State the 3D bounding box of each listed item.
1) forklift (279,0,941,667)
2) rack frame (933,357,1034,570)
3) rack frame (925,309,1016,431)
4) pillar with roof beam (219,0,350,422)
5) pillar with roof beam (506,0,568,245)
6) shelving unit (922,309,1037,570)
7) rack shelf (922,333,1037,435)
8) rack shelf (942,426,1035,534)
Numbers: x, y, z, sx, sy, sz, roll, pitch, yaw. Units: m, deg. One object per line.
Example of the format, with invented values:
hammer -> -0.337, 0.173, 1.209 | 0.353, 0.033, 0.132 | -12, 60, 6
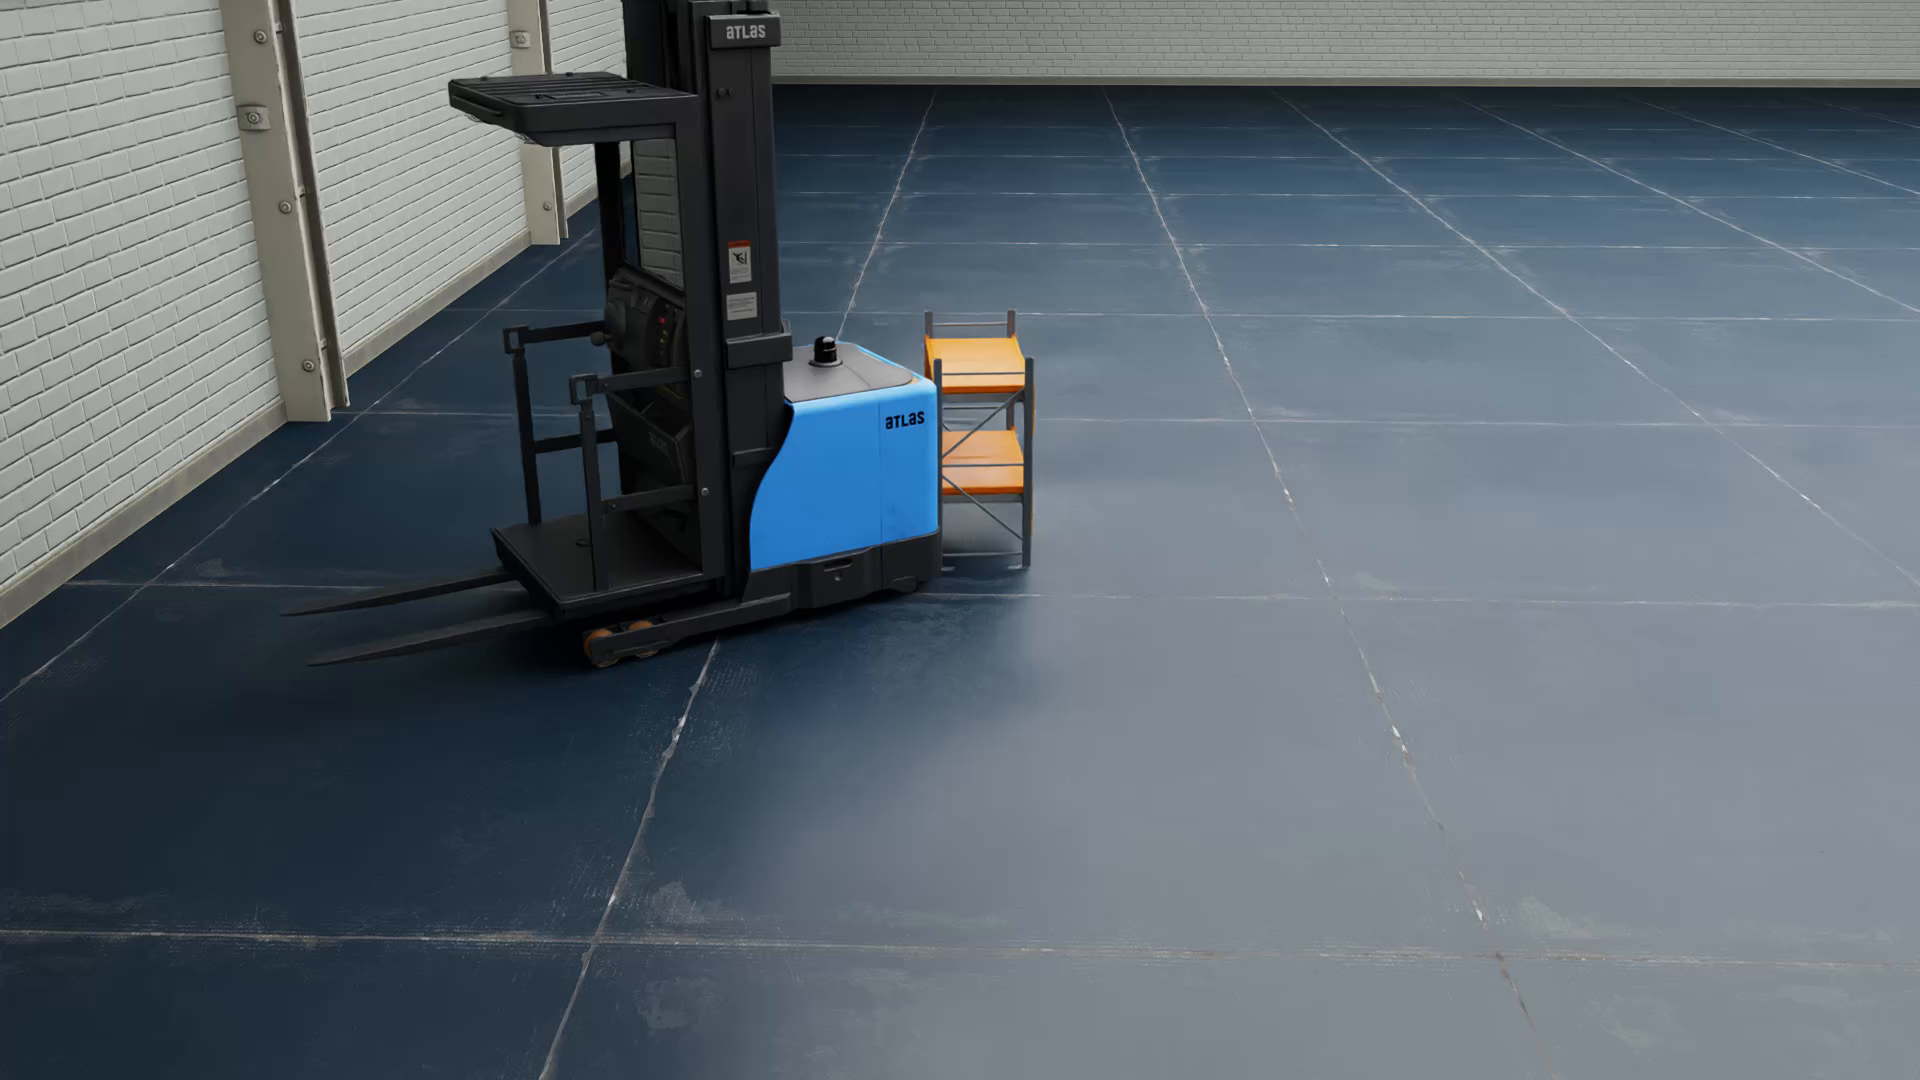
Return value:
forklift -> -1.629, -1.009, 7.577 | 3.031, 2.935, 1.130 | -12, 24, -28
rack frame -> 0.117, -0.377, 8.445 | 0.500, 1.125, 0.032 | -1, 21, -3
rack frame -> 0.057, -0.744, 9.392 | 0.500, 1.125, 0.032 | -1, 21, -3
pillar with roof beam -> -0.048, -5.009, 9.499 | 9.100, 9.000, 0.400 | 1, 21, 2
pillar with roof beam -> 0.135, -7.179, 15.090 | 9.100, 9.000, 0.400 | 1, 21, 2
shelving unit -> 0.087, -0.560, 8.918 | 0.538, 1.125, 1.048 | -1, 21, -3
rack shelf -> 0.087, -0.833, 8.813 | 0.538, 0.278, 1.000 | -1, 21, -3
rack shelf -> 0.087, -0.333, 9.007 | 0.538, 0.278, 1.000 | -1, 21, -3
